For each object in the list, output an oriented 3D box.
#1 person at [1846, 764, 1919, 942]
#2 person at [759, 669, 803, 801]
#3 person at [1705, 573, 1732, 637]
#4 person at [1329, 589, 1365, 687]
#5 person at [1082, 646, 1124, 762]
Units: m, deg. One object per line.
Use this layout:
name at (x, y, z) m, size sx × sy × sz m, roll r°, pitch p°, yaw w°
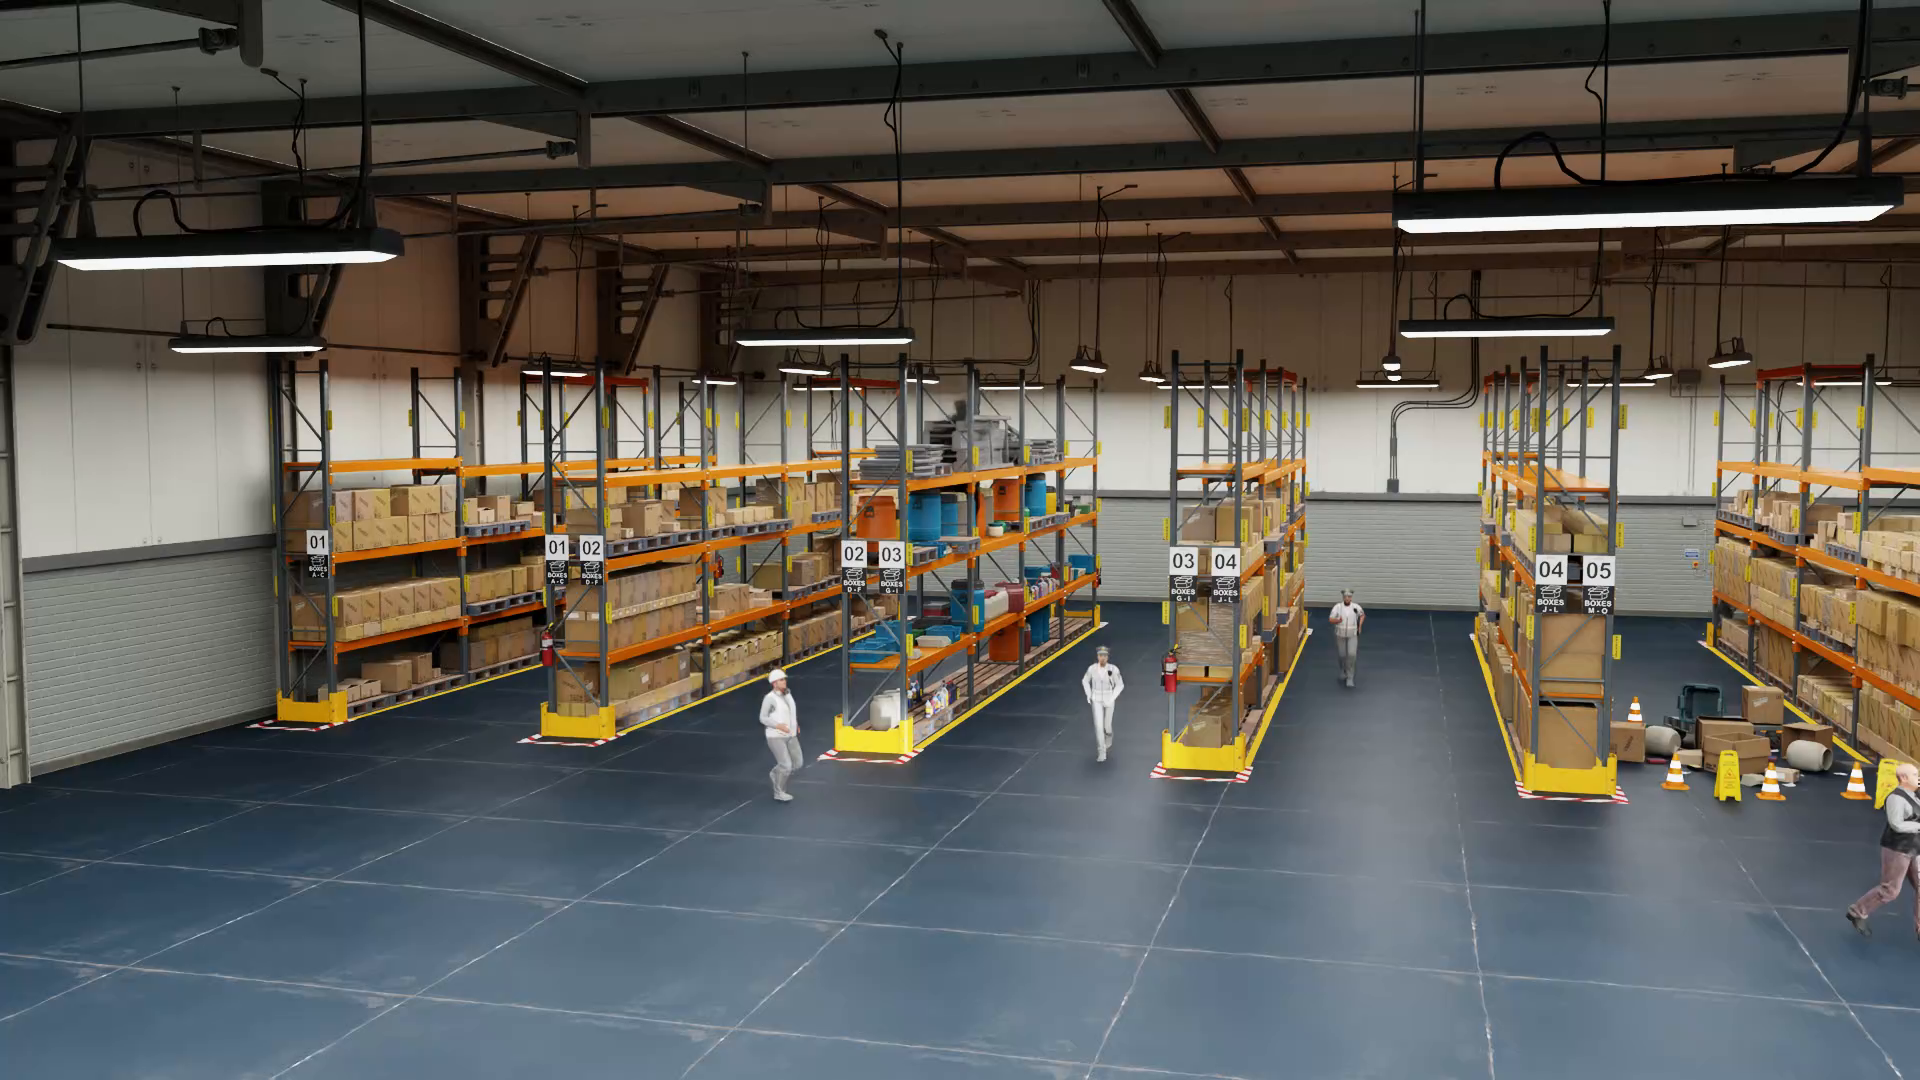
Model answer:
person at (8.937, 2.985, 15.799) m, size 0.674 × 1.750 × 0.893 m, roll -3°, pitch 5°, yaw -39°
person at (-2.343, 2.565, 21.897) m, size 0.603 × 1.722 × 0.655 m, roll 3°, pitch 5°, yaw 36°
person at (17.481, 1.487, 38.005) m, size 0.816 × 1.600 × 0.677 m, roll 2°, pitch 5°, yaw 26°
person at (7.340, 1.826, 31.586) m, size 0.653 × 1.800 × 0.898 m, roll 1°, pitch 4°, yaw 14°
person at (2.127, 2.403, 24.759) m, size 0.624 × 1.695 × 0.771 m, roll 1°, pitch 4°, yaw 10°
